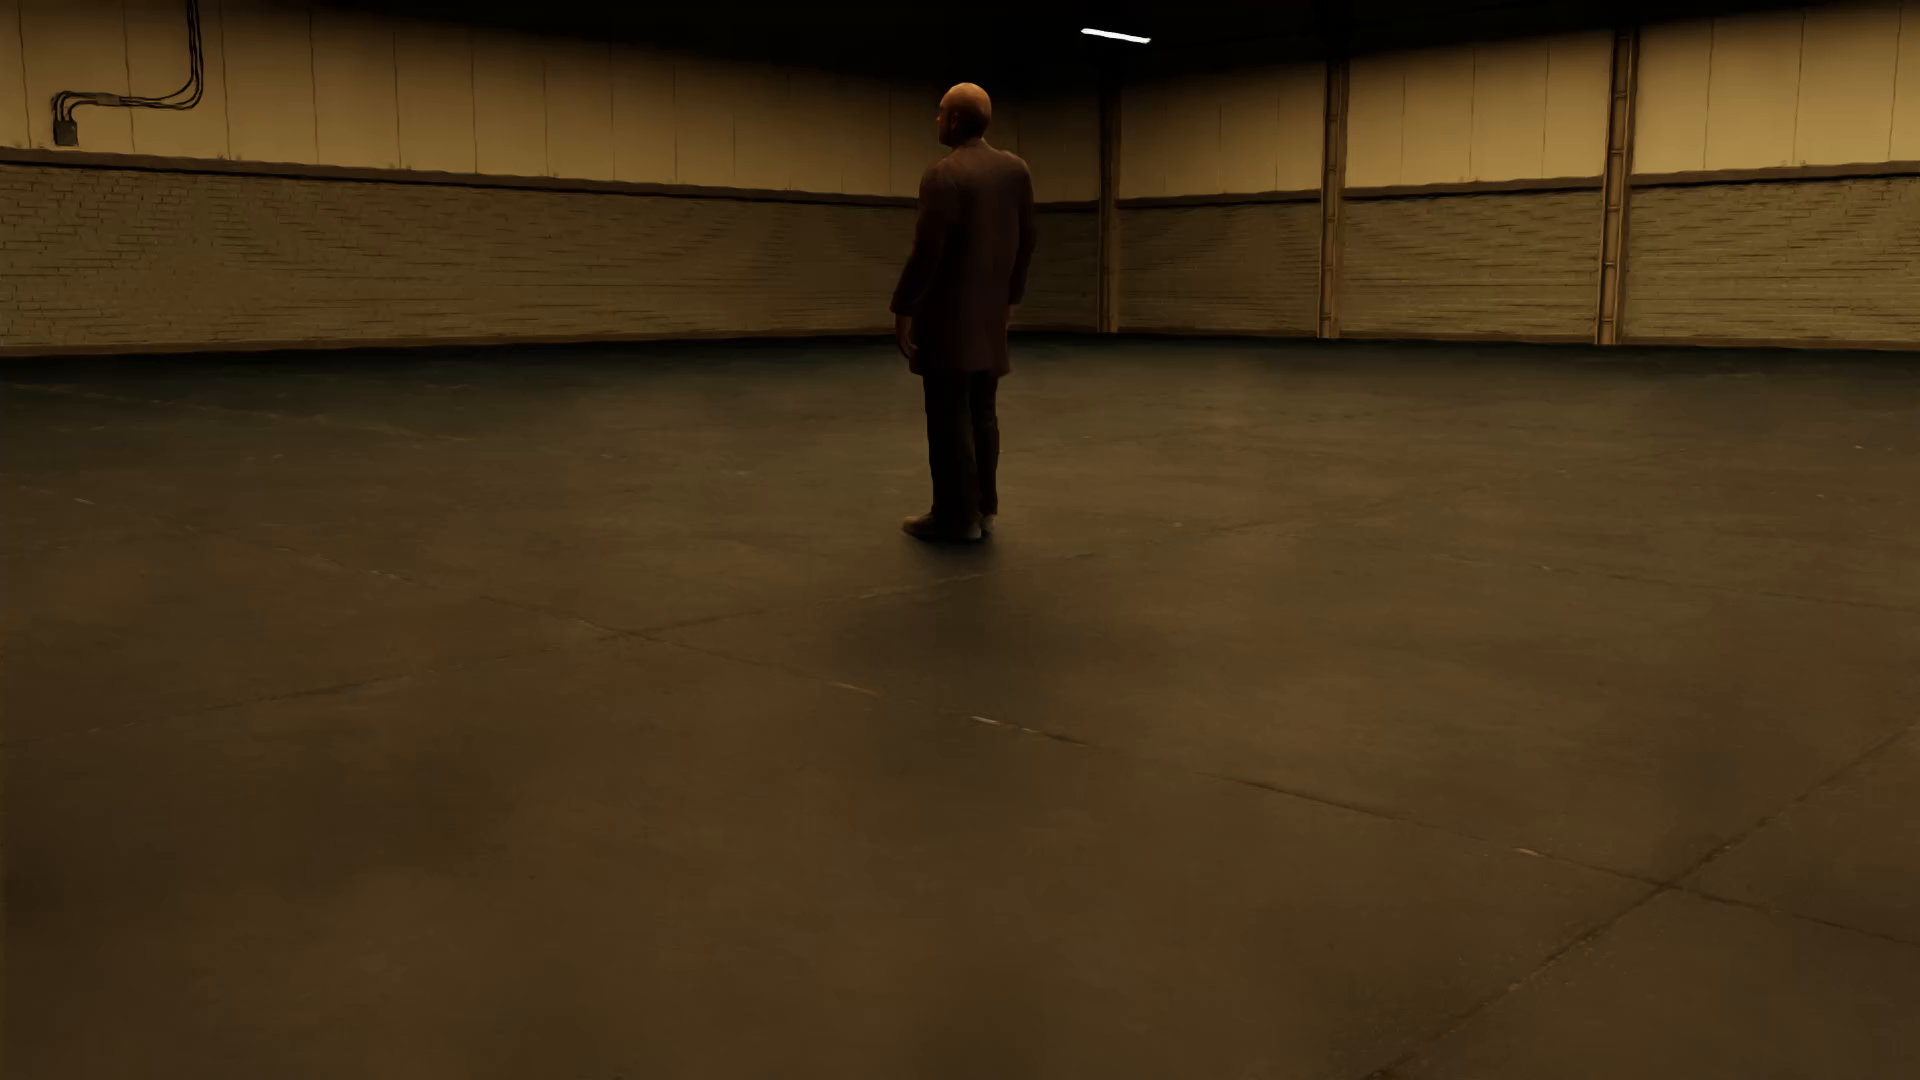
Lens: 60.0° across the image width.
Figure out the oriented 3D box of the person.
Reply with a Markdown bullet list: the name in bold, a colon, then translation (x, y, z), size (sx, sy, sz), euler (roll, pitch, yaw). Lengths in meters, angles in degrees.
- **person**: translation (-0.062, -0.896, 6.650), size (0.580, 1.776, 0.694), euler (8, 12, 43)
